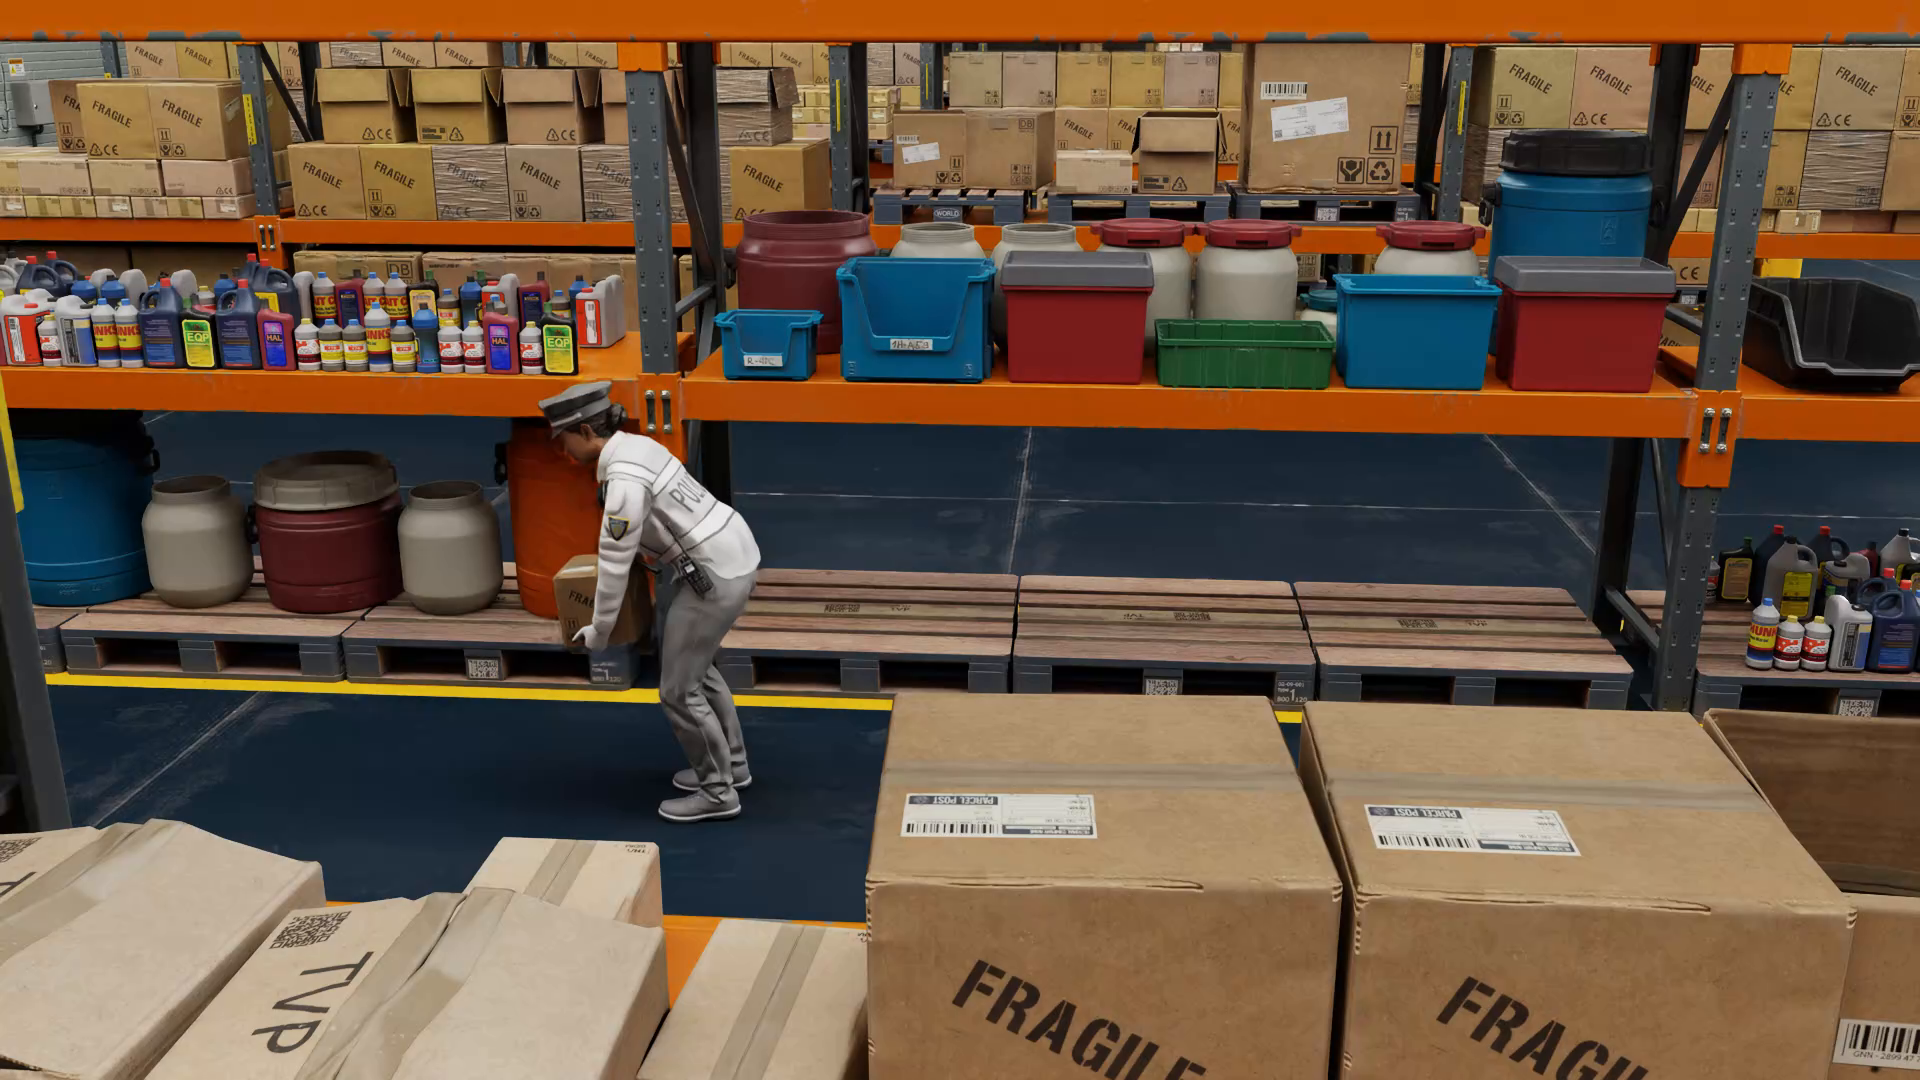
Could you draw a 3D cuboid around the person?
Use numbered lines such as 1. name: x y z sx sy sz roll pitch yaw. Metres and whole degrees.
1. person: -1.032 0.208 5.663 0.705 1.515 0.414 1 18 3
